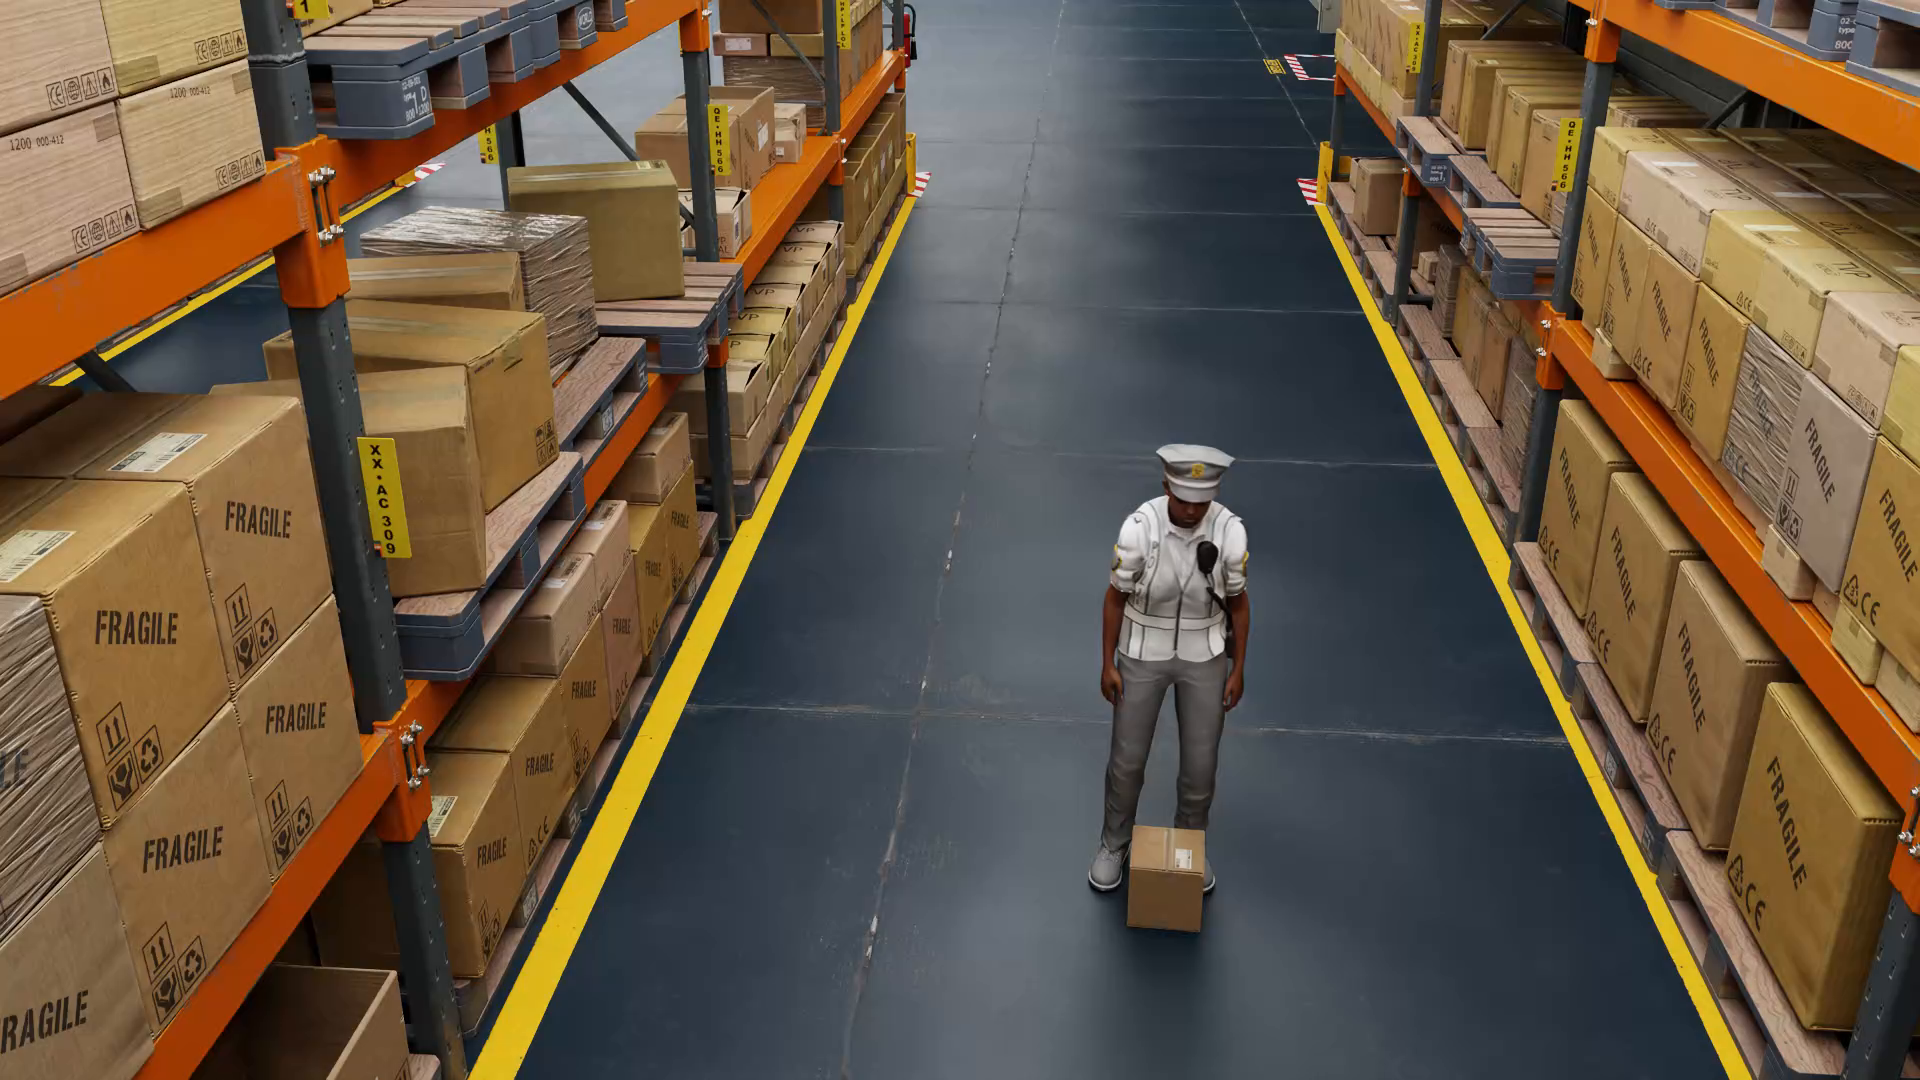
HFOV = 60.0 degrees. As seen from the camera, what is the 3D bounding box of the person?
[{"bbox_3d":[0.719,0.432,5.666,0.509,1.658,0.397,2,25,4],"label":"person"}]
